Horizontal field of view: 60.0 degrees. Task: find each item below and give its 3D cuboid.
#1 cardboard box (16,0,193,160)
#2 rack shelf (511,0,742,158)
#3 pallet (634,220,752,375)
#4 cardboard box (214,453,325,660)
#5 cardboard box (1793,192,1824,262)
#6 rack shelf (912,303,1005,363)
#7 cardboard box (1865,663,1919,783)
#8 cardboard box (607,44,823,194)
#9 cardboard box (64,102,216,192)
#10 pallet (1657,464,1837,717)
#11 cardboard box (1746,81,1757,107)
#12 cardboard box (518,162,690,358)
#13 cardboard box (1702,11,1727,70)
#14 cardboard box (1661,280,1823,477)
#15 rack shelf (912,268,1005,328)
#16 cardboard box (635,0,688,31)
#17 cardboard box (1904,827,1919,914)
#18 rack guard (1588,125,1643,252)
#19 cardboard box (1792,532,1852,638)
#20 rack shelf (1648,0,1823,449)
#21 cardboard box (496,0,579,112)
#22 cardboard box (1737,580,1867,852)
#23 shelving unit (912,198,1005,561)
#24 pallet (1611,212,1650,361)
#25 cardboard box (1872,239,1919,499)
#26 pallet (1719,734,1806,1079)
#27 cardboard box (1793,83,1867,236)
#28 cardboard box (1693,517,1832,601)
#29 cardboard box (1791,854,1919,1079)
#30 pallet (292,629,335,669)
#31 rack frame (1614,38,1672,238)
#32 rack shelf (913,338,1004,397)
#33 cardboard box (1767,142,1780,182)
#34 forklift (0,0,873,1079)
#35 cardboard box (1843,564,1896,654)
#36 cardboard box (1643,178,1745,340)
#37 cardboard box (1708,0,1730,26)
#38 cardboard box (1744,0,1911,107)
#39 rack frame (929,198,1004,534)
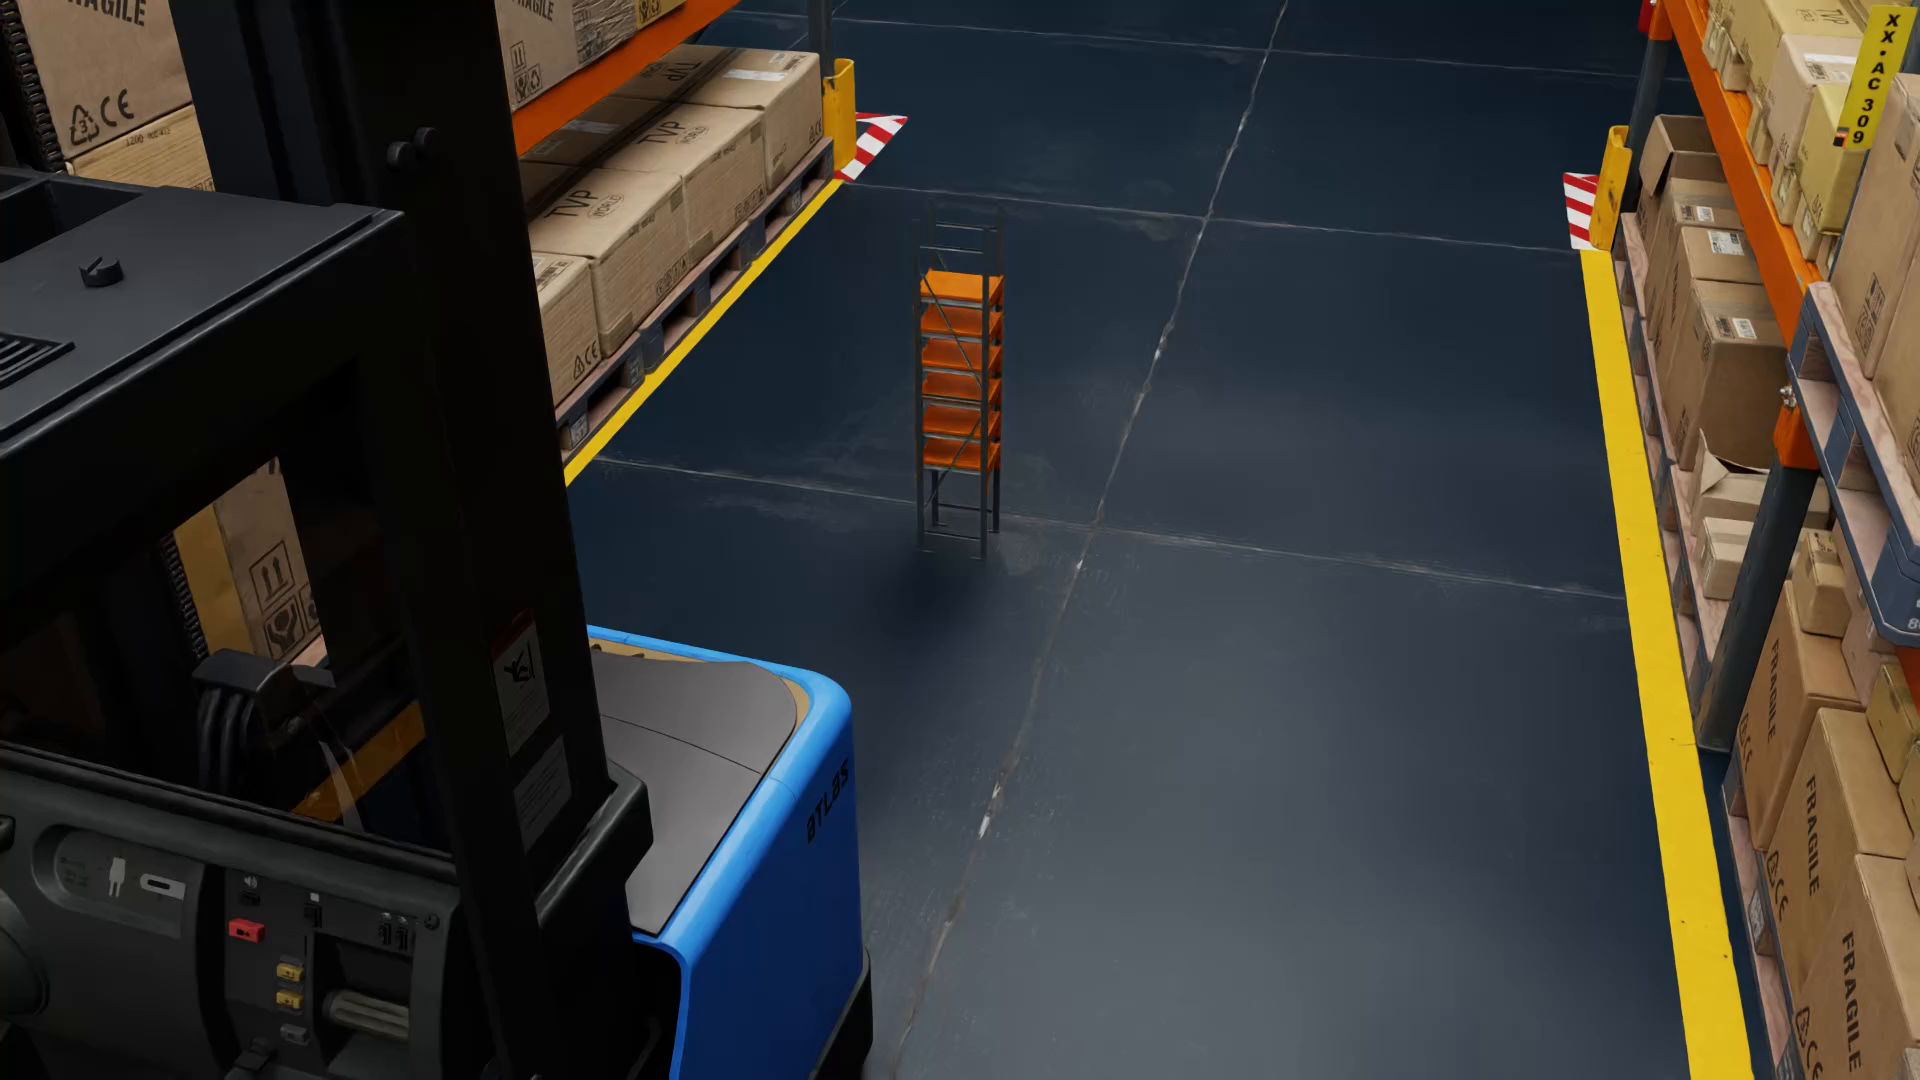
[{"bbox_3d":[-2.172,-1.225,3.856,0.500,0.500,0.500,9,33,13],"label":"cardboard box"},{"bbox_3d":[-1.669,-2.031,6.819,1.077,0.370,4.000,8,33,12],"label":"rack shelf"},{"bbox_3d":[-1.601,-1.139,7.344,1.003,0.211,1.213,8,33,12],"label":"pallet"},{"bbox_3d":[-2.257,-0.244,4.928,0.875,0.875,0.875,9,34,14],"label":"cardboard box"},{"bbox_3d":[2.507,-0.855,4.532,0.380,0.149,0.250,9,34,14],"label":"cardboard box"},{"bbox_3d":[-0.004,-0.664,5.311,0.258,0.103,0.180,8,33,12],"label":"rack shelf"},{"bbox_3d":[2.227,0.420,3.627,0.380,0.149,0.250,6,33,10],"label":"cardboard box"},{"bbox_3d":[-1.233,-2.112,8.273,0.875,0.438,0.875,7,33,11],"label":"cardboard box"},{"bbox_3d":[-2.173,-0.922,4.078,0.500,0.250,0.500,9,33,14],"label":"cardboard box"},{"bbox_3d":[2.800,0.198,5.242,1.003,0.211,1.213,8,33,12],"label":"pallet"},{"bbox_3d":[2.871,-1.515,5.571,0.380,0.149,0.250,8,33,12],"label":"cardboard box"},{"bbox_3d":[-1.687,-1.168,6.789,0.875,0.438,0.875,7,33,11],"label":"cardboard box"},{"bbox_3d":[2.917,-1.797,6.015,0.380,0.149,0.250,7,33,11],"label":"cardboard box"},{"bbox_3d":[2.875,-0.539,5.741,0.700,0.500,0.500,7,33,11],"label":"cardboard box"},{"bbox_3d":[-0.004,-0.765,5.247,0.258,0.103,0.180,8,33,12],"label":"rack shelf"},{"bbox_3d":[-1.410,-2.332,6.529,0.500,0.500,0.500,9,34,14],"label":"cardboard box"},{"bbox_3d":[2.071,0.689,3.204,0.380,0.149,0.250,8,33,12],"label":"cardboard box"},{"bbox_3d":[3.621,-1.604,7.807,1.175,0.500,0.348,8,33,12],"label":"rack guard"},{"bbox_3d":[2.277,0.131,4.082,0.380,0.149,0.250,10,34,15],"label":"cardboard box"},{"bbox_3d":[3.133,-1.357,5.759,1.077,0.370,4.000,8,33,12],"label":"rack shelf"},{"bbox_3d":[-1.673,-1.807,5.703,0.500,0.500,0.500,8,33,13],"label":"cardboard box"},{"bbox_3d":[2.285,0.475,4.145,0.500,0.500,0.500,9,34,14],"label":"cardboard box"},{"bbox_3d":[-0.004,-0.499,5.416,0.258,1.200,0.189,8,33,12],"label":"shelving unit"},{"bbox_3d":[3.420,-1.068,7.234,1.003,0.211,1.213,8,33,12],"label":"pallet"},{"bbox_3d":[2.155,-0.353,3.024,0.700,0.500,0.500,8,33,13],"label":"cardboard box"},{"bbox_3d":[2.455,0.981,4.010,1.003,0.211,1.213,8,33,12],"label":"pallet"},{"bbox_3d":[2.519,-0.982,4.362,0.500,0.250,0.500,9,33,14],"label":"cardboard box"},{"bbox_3d":[2.483,0.074,5.103,0.380,0.149,0.250,7,33,11],"label":"cardboard box"},{"bbox_3d":[2.028,1.011,3.301,0.500,0.500,0.500,7,33,11],"label":"cardboard box"},{"bbox_3d":[-2.300,0.291,5.096,1.003,0.211,1.213,8,33,12],"label":"pallet"},{"bbox_3d":[3.640,-2.698,7.199,1.000,3.000,0.127,8,33,12],"label":"rack frame"},{"bbox_3d":[-0.004,-0.563,5.376,0.258,0.103,0.180,8,33,12],"label":"rack shelf"},{"bbox_3d":[2.642,-1.125,4.958,0.380,0.149,0.250,9,34,14],"label":"cardboard box"},{"bbox_3d":[-1.148,0.611,2.057,1.130,2.935,3.031,10,34,15],"label":"forklift"},{"bbox_3d":[2.257,0.147,3.779,0.380,0.149,0.250,6,33,10],"label":"cardboard box"},{"bbox_3d":[3.139,-1.078,6.588,0.700,0.500,0.500,9,34,14],"label":"cardboard box"},{"bbox_3d":[3.011,-2.037,6.020,0.500,0.250,0.500,7,33,11],"label":"cardboard box"},{"bbox_3d":[2.771,-1.501,5.178,0.500,0.250,0.500,8,33,12],"label":"cardboard box"},{"bbox_3d":[0.020,-0.546,5.491,0.240,1.200,0.006,8,33,12],"label":"rack frame"}]
